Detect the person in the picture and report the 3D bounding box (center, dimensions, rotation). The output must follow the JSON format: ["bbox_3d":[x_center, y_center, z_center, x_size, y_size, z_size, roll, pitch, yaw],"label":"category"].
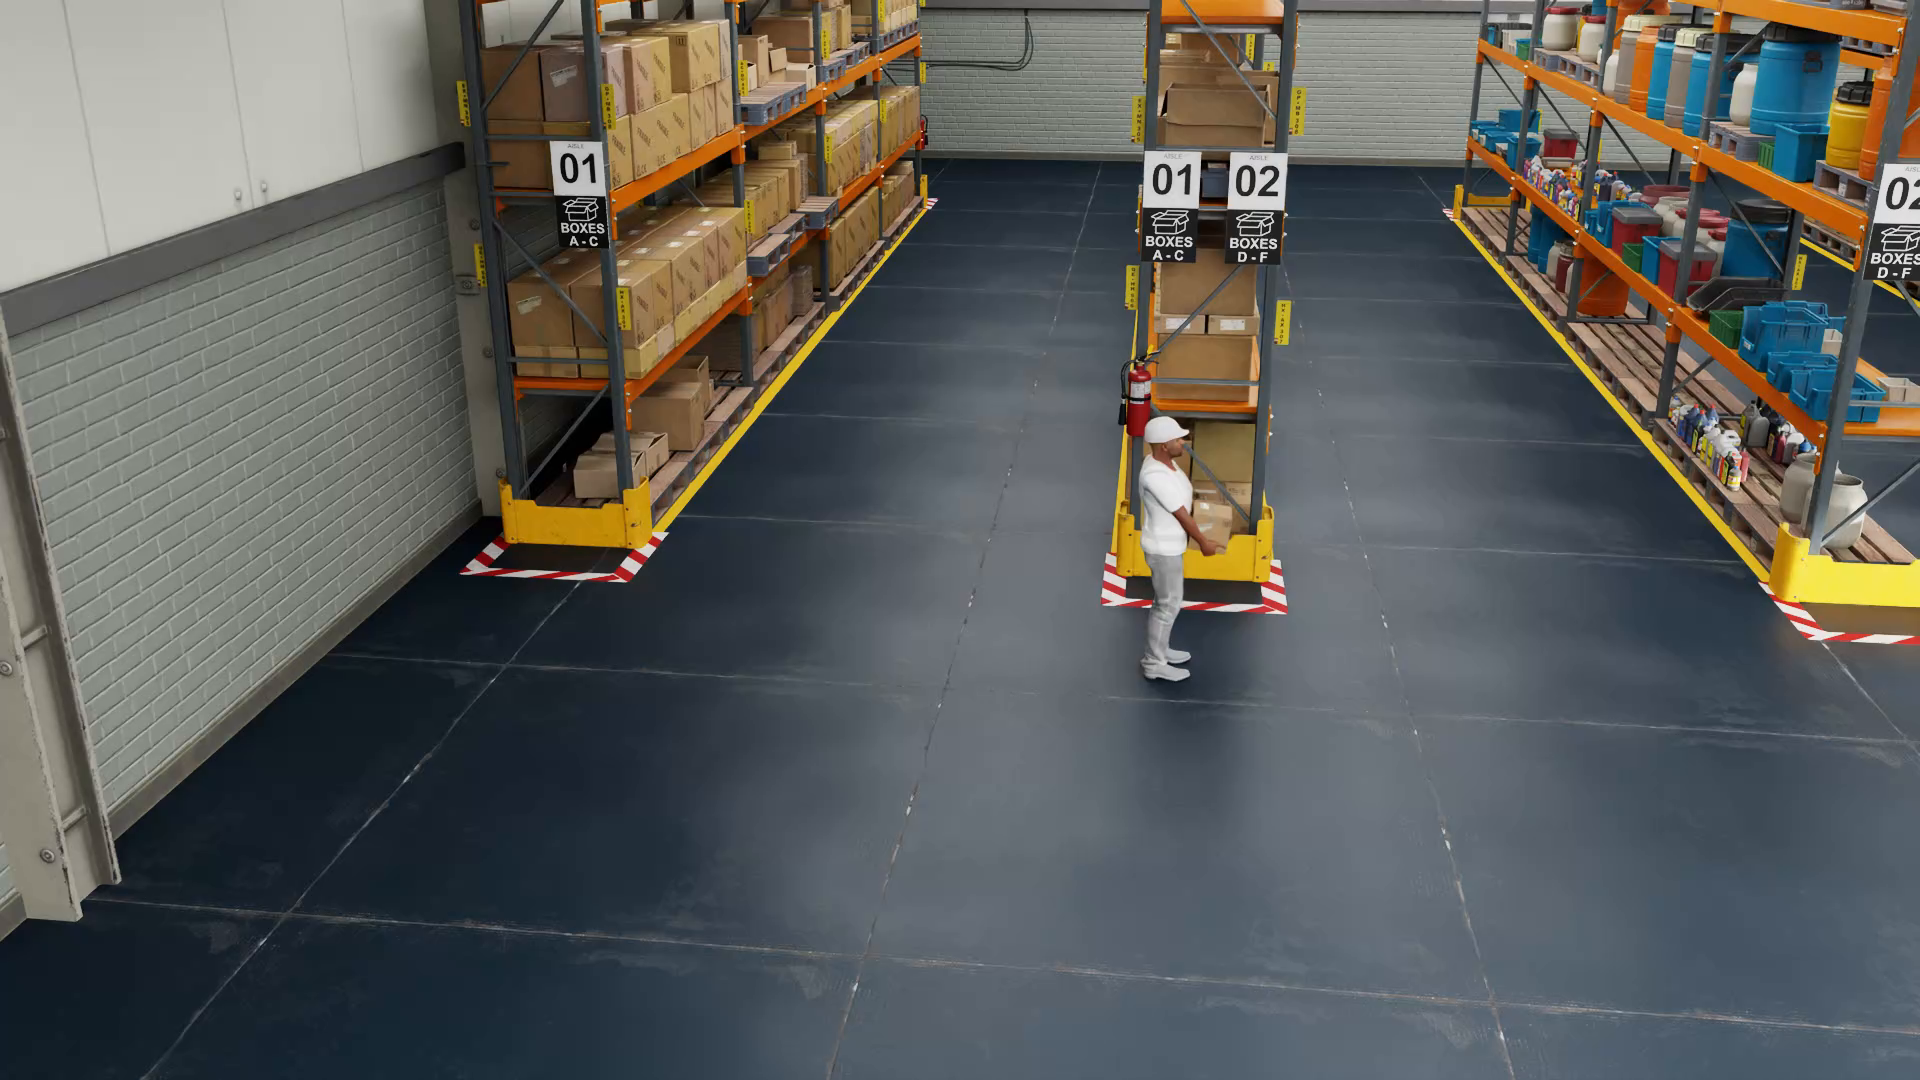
[{"bbox_3d":[1.454,0.045,10.939,0.583,1.760,0.504,3,21,7],"label":"person"}]
